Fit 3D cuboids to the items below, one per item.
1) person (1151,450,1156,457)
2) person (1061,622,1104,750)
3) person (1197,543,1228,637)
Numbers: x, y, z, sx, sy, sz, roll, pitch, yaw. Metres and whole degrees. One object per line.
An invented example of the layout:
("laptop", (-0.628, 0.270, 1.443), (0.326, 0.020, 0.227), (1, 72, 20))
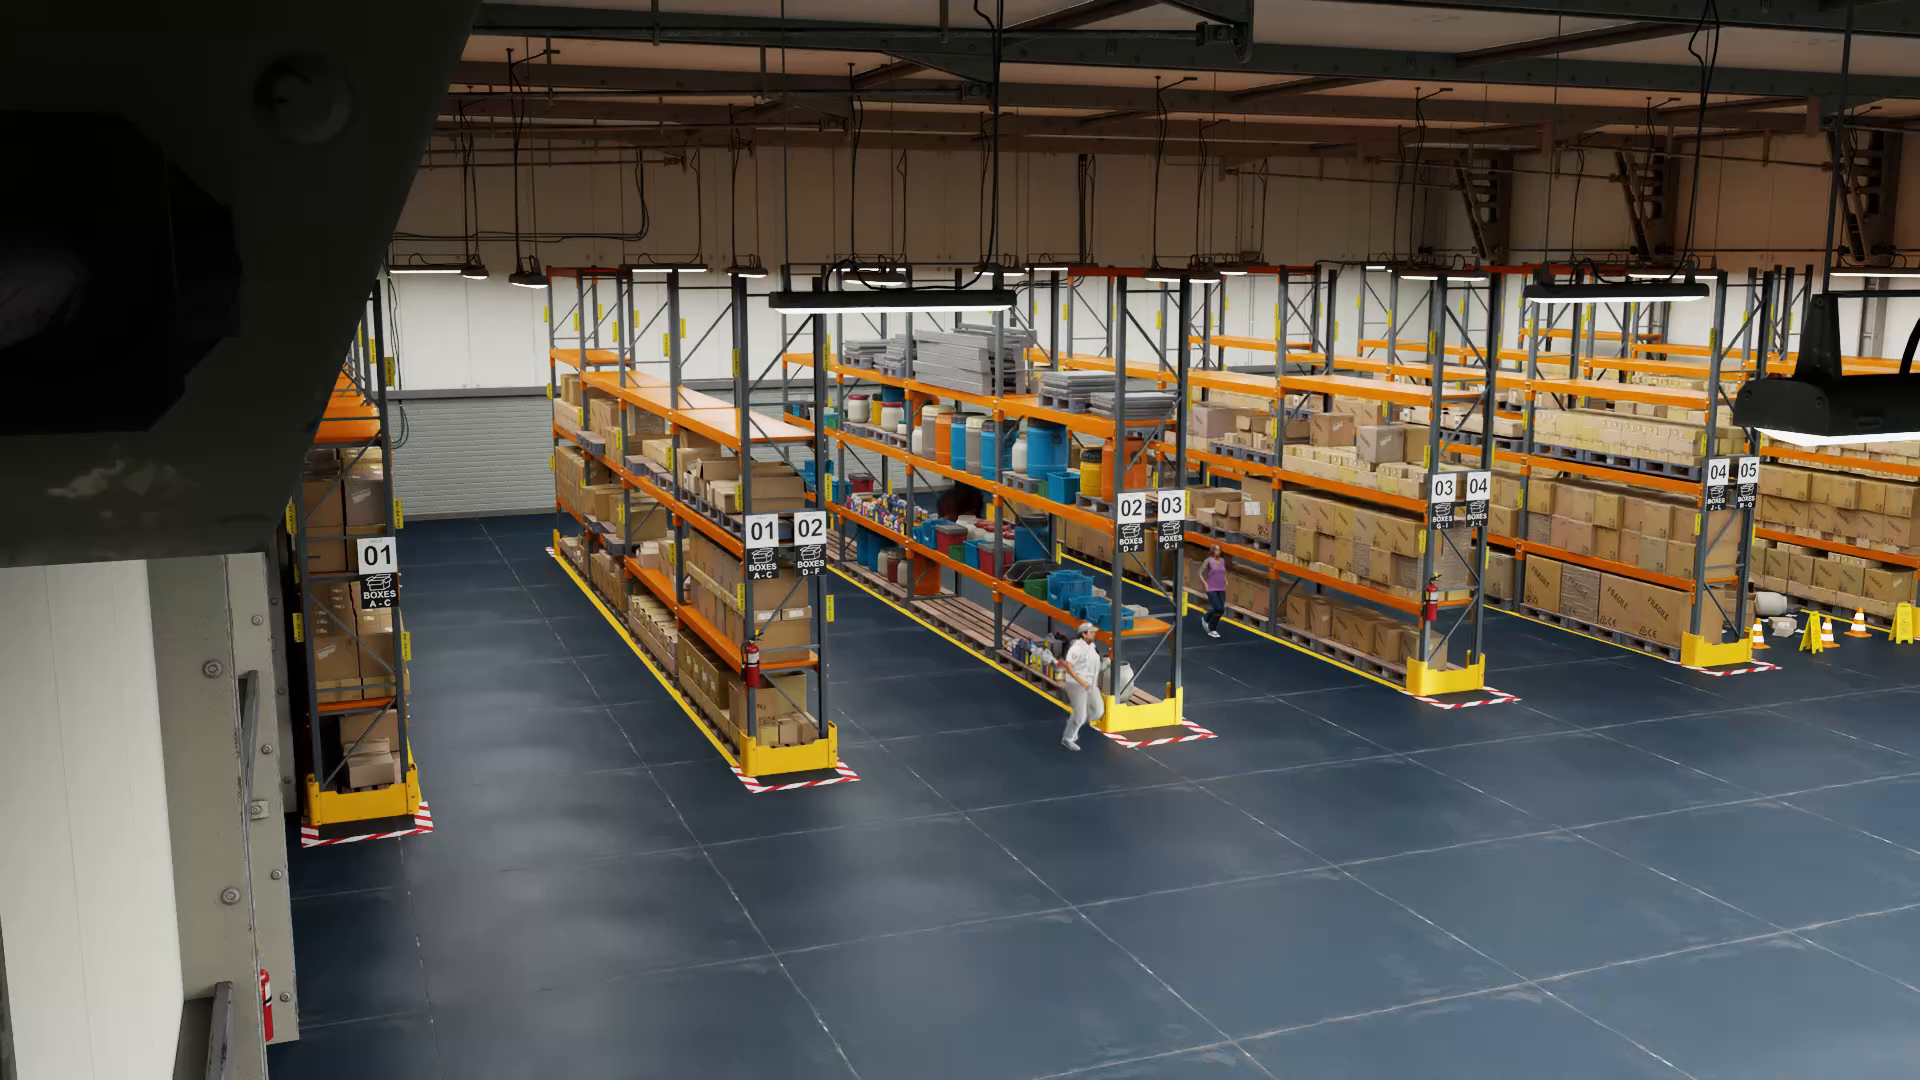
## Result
("person", (4.846, -1.590, 41.229), (0.719, 1.587, 0.741), (-6, 12, -32))
("person", (1.614, 1.866, 21.401), (0.511, 1.619, 0.662), (8, 13, 38))
("person", (4.202, 0.836, 27.319), (0.503, 1.558, 0.493), (-5, 11, -25))
